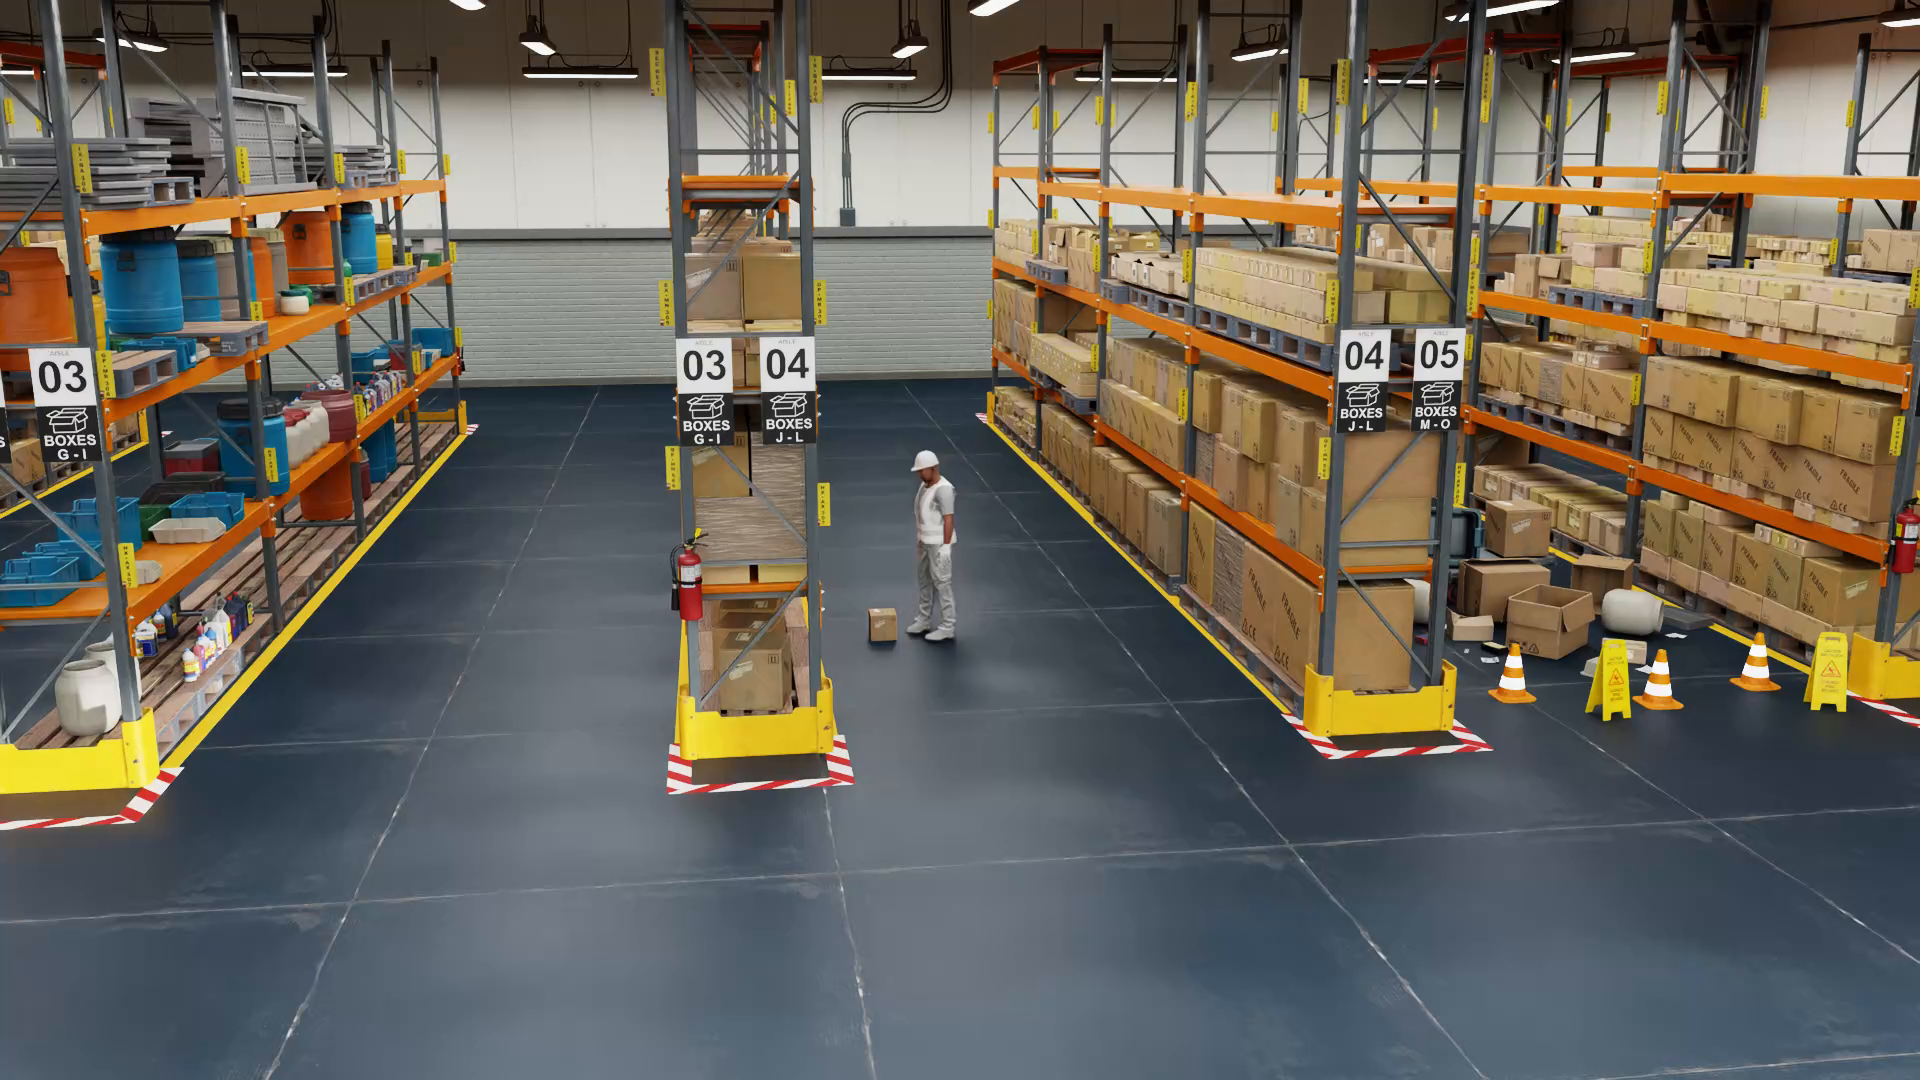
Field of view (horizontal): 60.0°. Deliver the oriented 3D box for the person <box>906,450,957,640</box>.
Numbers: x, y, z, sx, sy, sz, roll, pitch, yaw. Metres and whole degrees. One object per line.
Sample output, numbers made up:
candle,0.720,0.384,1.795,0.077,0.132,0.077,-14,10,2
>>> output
person,-0.275,0.030,15.723,0.454,1.777,0.594,-5,14,-21
